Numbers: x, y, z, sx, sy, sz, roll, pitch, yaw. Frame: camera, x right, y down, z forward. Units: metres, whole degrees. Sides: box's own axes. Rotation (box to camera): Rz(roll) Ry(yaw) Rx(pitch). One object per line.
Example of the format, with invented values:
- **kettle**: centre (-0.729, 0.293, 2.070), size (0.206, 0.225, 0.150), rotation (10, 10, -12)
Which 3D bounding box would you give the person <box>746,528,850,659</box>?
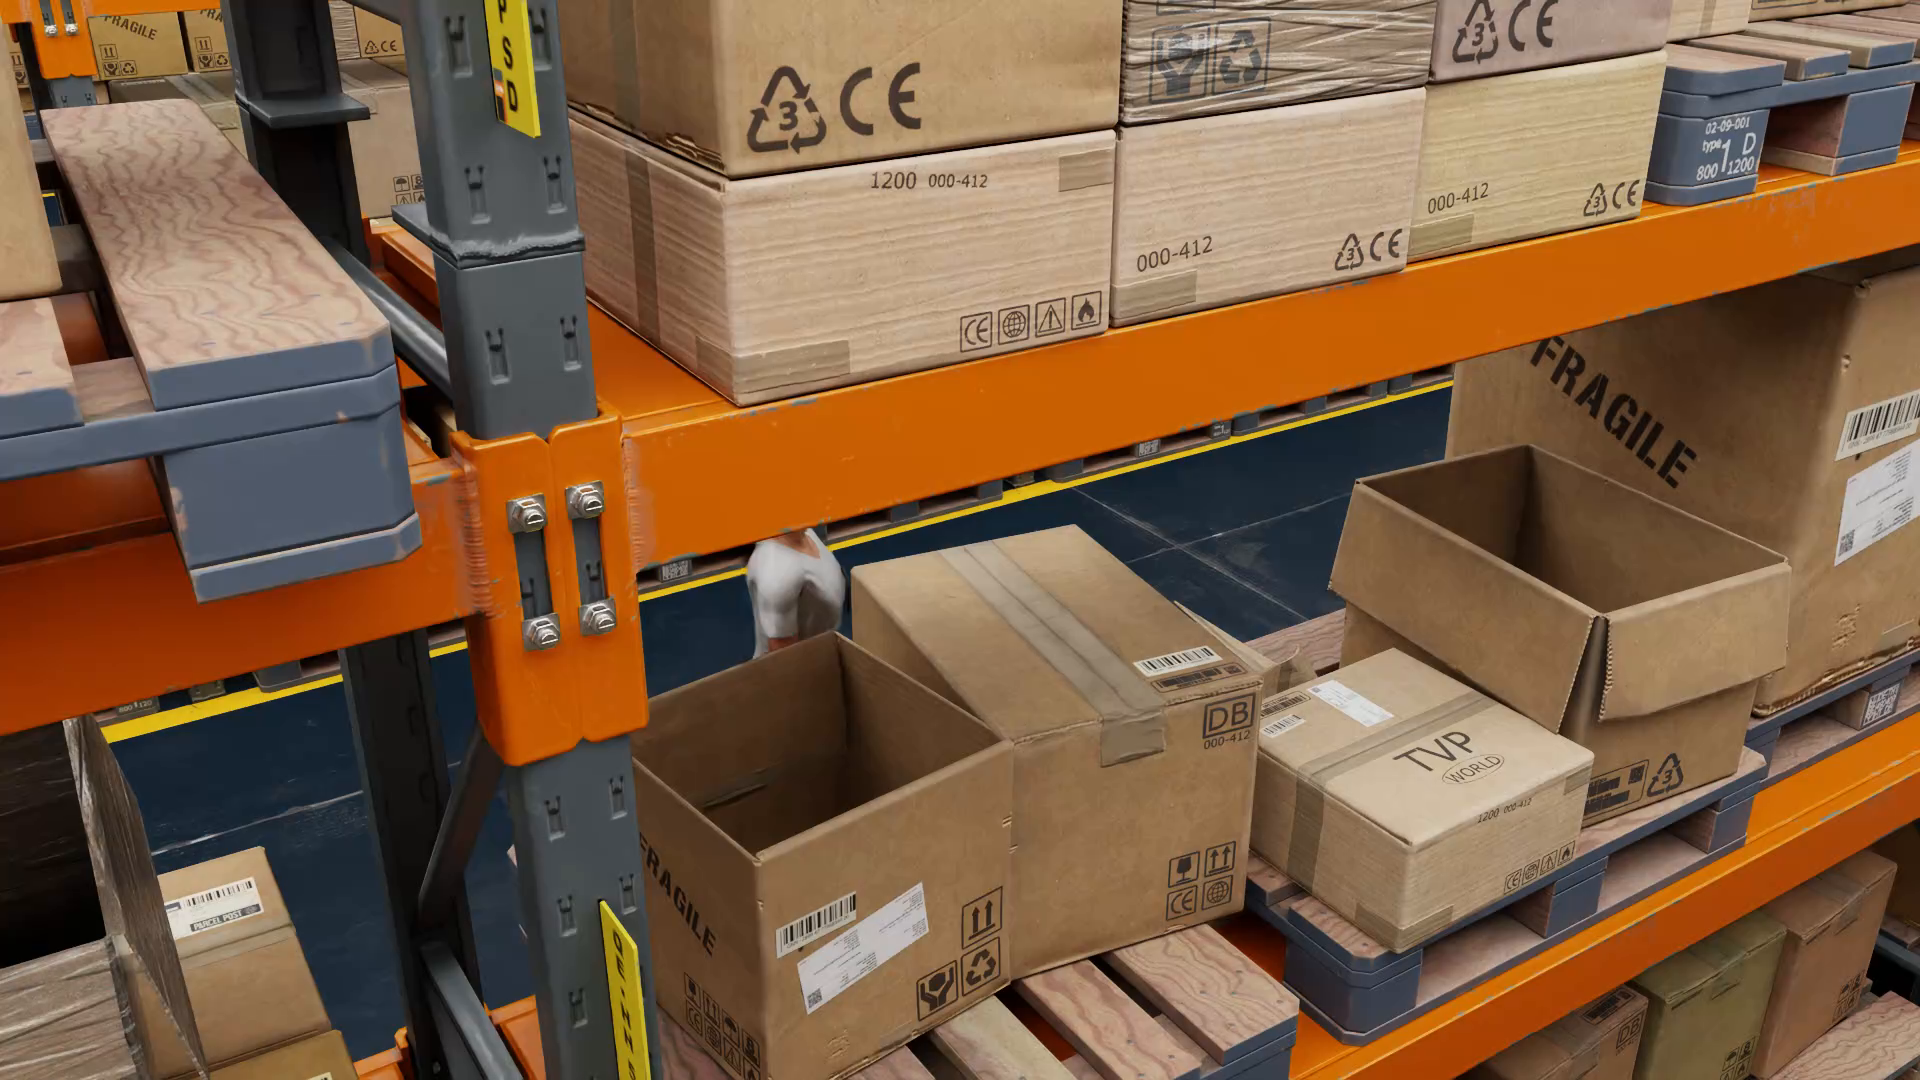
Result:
- **person**: centre (-0.481, 0.460, 5.091), size (0.581, 1.659, 0.681), rotation (2, 25, 5)
